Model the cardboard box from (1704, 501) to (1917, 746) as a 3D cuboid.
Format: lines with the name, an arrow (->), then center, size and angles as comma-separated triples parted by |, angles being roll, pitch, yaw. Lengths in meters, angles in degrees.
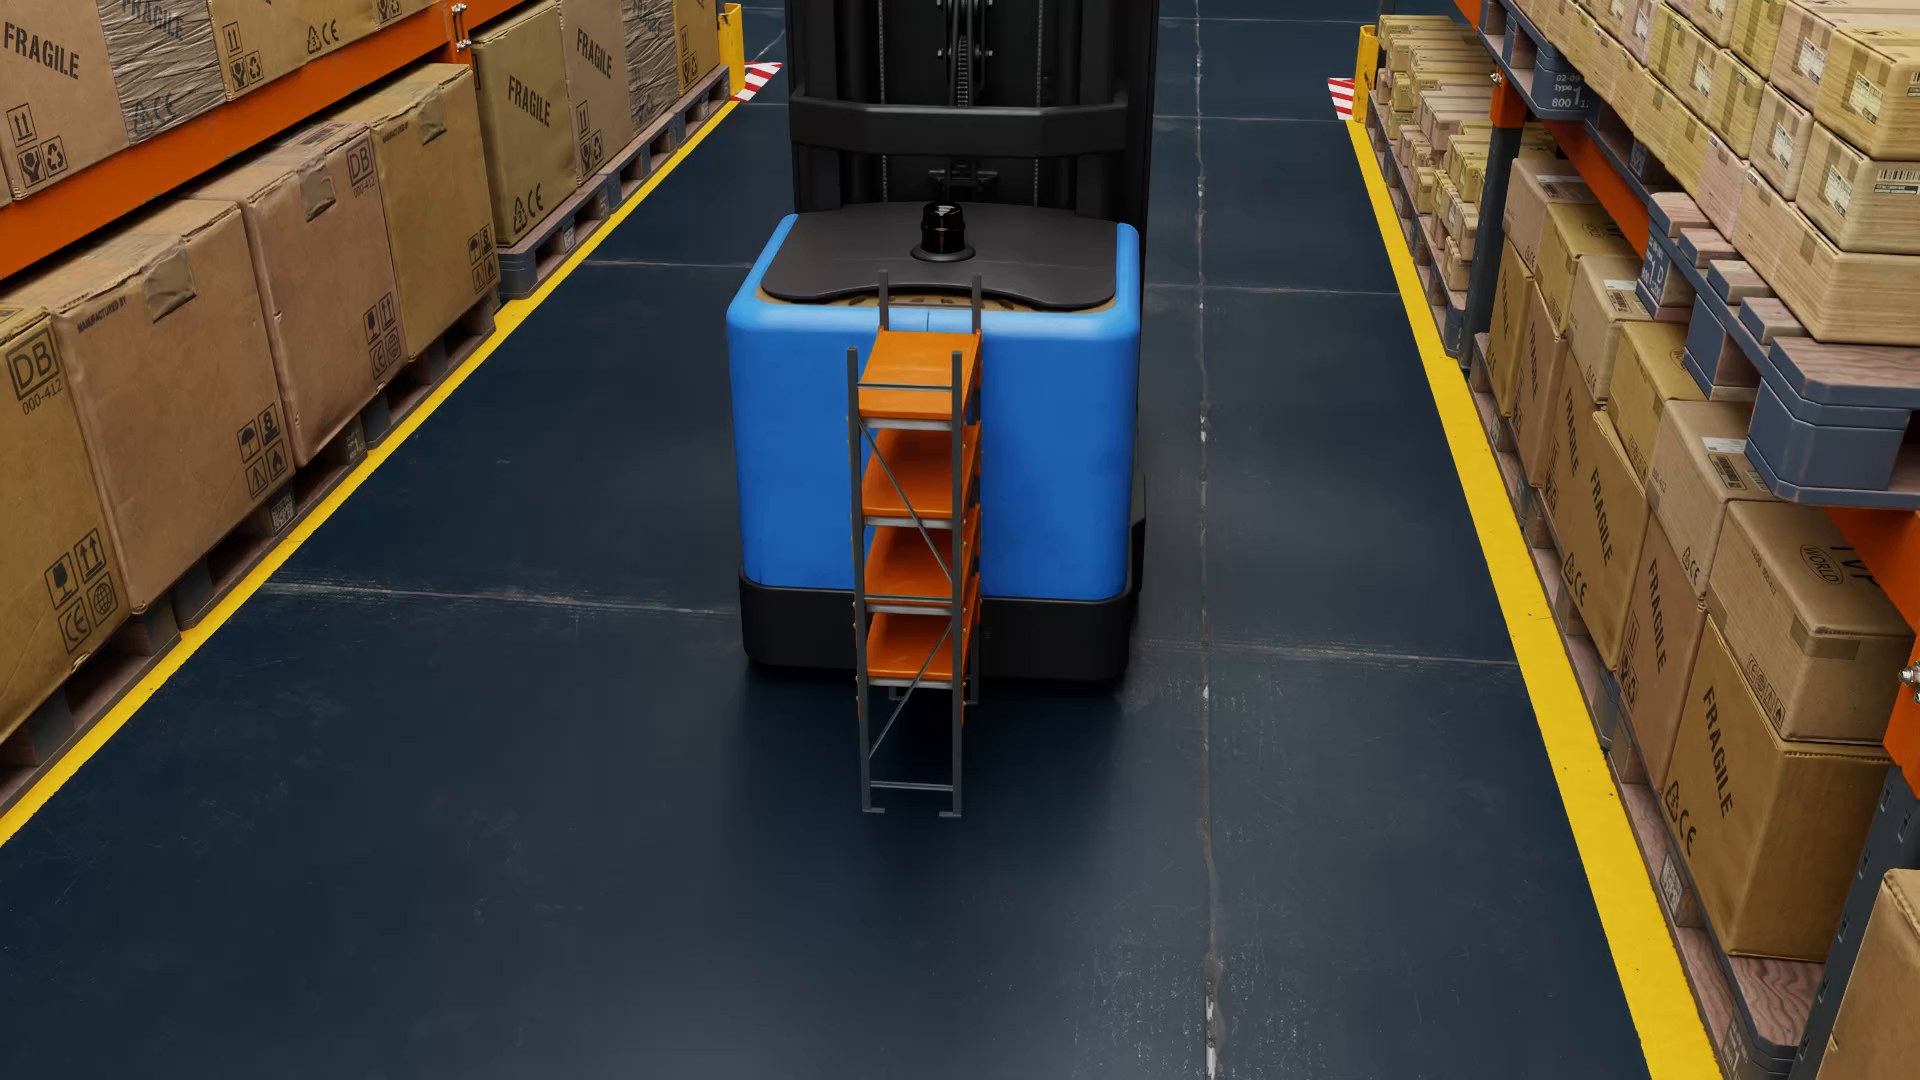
cardboard box -> 1.786, 0.156, 3.200 | 0.500, 0.250, 0.500 | 3, 28, 5

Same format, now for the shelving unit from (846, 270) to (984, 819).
shelving unit -> -0.093, 0.019, 3.950 | 0.258, 1.200, 0.503 | 3, 28, 5

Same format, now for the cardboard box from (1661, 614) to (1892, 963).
cardboard box -> 1.783, 0.499, 3.355 | 0.500, 0.500, 0.500 | 3, 28, 6

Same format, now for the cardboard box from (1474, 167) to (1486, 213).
cardboard box -> 2.237, -1.349, 6.528 | 0.380, 0.149, 0.250 | 4, 29, 8

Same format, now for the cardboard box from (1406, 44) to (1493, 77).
cardboard box -> 2.520, -2.453, 8.577 | 0.380, 0.149, 0.250 | 2, 28, 4

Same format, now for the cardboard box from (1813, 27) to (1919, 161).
cardboard box -> 1.567, -0.686, 2.555 | 0.380, 0.149, 0.250 | 2, 28, 4

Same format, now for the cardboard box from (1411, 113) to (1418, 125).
cardboard box -> 2.509, -2.075, 8.502 | 0.380, 0.149, 0.250 | 3, 29, 6

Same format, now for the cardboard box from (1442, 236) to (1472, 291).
cardboard box -> 2.162, -1.109, 6.709 | 0.380, 0.149, 0.250 | 4, 29, 7

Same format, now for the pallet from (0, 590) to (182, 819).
pallet -> -2.777, 0.433, 4.224 | 1.003, 0.211, 1.213 | 3, 28, 6

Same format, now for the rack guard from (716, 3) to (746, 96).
rack guard -> -1.965, -3.104, 10.485 | 1.175, 0.500, 0.348 | 3, 28, 6

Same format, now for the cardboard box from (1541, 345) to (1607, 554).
cardboard box -> 1.984, -0.230, 4.708 | 0.500, 0.500, 0.500 | 4, 29, 7

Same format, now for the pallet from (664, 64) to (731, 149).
pallet -> -1.988, -2.585, 9.826 | 1.003, 0.211, 1.213 | 3, 28, 6

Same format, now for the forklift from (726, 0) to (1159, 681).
forklift -> 0.056, -1.586, 5.104 | 1.130, 2.935, 3.031 | 2, 28, 5

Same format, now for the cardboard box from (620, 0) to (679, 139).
cardboard box -> -2.078, -2.709, 8.913 | 0.875, 0.875, 0.875 | 3, 28, 6

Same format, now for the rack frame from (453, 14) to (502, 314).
rack frame -> -2.458, -2.311, 6.377 | 1.000, 3.000, 0.127 | 3, 28, 6

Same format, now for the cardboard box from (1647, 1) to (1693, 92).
cardboard box -> 1.695, -1.041, 3.528 | 0.380, 0.149, 0.250 | 3, 28, 6

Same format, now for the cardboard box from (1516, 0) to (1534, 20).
cardboard box -> 1.885, -1.642, 4.958 | 0.380, 0.149, 0.250 | 4, 29, 7

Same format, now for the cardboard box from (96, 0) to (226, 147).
cardboard box -> -2.435, -1.404, 4.589 | 0.500, 0.500, 0.500 | 3, 29, 6

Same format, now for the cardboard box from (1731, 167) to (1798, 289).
cardboard box -> 1.598, -0.542, 2.916 | 0.380, 0.149, 0.250 | 3, 28, 6

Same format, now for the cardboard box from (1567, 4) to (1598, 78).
cardboard box -> 1.793, -1.276, 4.277 | 0.380, 0.149, 0.250 | 3, 28, 5

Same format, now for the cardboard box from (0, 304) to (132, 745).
cardboard box -> -2.843, -0.001, 3.887 | 1.225, 0.875, 0.875 | 2, 28, 4

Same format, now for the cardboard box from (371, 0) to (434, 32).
cardboard box -> -2.244, -2.119, 5.915 | 0.500, 0.500, 0.500 | 3, 29, 6

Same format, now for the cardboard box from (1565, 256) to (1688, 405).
cardboard box -> 1.970, -0.566, 4.541 | 0.500, 0.250, 0.500 | 4, 29, 8

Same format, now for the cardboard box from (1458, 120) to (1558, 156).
cardboard box -> 2.362, -1.707, 7.192 | 0.380, 0.149, 0.250 | 4, 29, 8

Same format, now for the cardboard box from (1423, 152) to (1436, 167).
cardboard box -> 2.387, -1.715, 7.834 | 0.380, 0.149, 0.250 | 4, 29, 7

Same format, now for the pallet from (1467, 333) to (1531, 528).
pallet -> 2.358, -0.381, 5.734 | 1.003, 0.211, 1.213 | 3, 28, 6

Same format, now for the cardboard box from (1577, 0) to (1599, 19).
cardboard box -> 1.792, -1.404, 4.201 | 0.380, 0.149, 0.250 | 3, 28, 5

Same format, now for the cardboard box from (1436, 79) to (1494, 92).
cardboard box -> 2.463, -2.078, 7.881 | 0.380, 0.149, 0.250 | 3, 29, 6

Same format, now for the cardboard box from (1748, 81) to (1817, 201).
cardboard box -> 1.602, -0.682, 2.862 | 0.380, 0.149, 0.250 | 4, 29, 8

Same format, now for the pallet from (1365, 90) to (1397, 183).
pallet -> 2.798, -2.214, 9.137 | 1.003, 0.211, 1.213 | 3, 28, 6

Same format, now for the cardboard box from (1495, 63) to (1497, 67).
cardboard box -> 3.075, -2.534, 9.040 | 0.380, 0.149, 0.250 | 3, 28, 5

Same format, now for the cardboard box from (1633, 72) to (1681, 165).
cardboard box -> 1.695, -0.907, 3.593 | 0.380, 0.149, 0.250 | 2, 28, 4

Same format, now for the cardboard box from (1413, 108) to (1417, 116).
cardboard box -> 2.514, -2.196, 8.413 | 0.380, 0.149, 0.250 | 2, 28, 4

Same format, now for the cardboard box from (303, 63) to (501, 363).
cardboard box -> -2.517, -1.258, 6.220 | 1.225, 0.875, 0.875 | 3, 29, 6

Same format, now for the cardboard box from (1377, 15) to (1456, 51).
cardboard box -> 2.541, -2.823, 9.262 | 0.380, 0.149, 0.250 | 2, 28, 4

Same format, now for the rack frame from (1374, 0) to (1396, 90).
rack frame -> 2.942, -3.858, 9.248 | 1.000, 3.000, 0.127 | 3, 28, 6

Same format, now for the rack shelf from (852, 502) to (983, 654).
rack shelf -> -0.093, 0.078, 3.982 | 0.258, 0.148, 0.480 | 3, 28, 5

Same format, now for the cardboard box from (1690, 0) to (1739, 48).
cardboard box -> 1.661, -1.053, 3.237 | 0.380, 0.149, 0.250 | 4, 29, 8

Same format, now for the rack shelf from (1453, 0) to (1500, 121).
rack shelf -> 2.697, -2.600, 7.671 | 1.077, 0.370, 4.000 | 3, 28, 6

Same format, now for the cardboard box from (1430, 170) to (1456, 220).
cardboard box -> 2.211, -1.458, 7.043 | 0.380, 0.149, 0.250 | 2, 28, 4

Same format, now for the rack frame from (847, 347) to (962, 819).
rack frame -> -0.116, 0.134, 3.736 | 0.240, 1.200, 0.015 | 3, 28, 5

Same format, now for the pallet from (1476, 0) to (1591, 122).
pallet -> 2.214, -1.539, 5.147 | 1.003, 0.211, 1.213 | 3, 28, 6
